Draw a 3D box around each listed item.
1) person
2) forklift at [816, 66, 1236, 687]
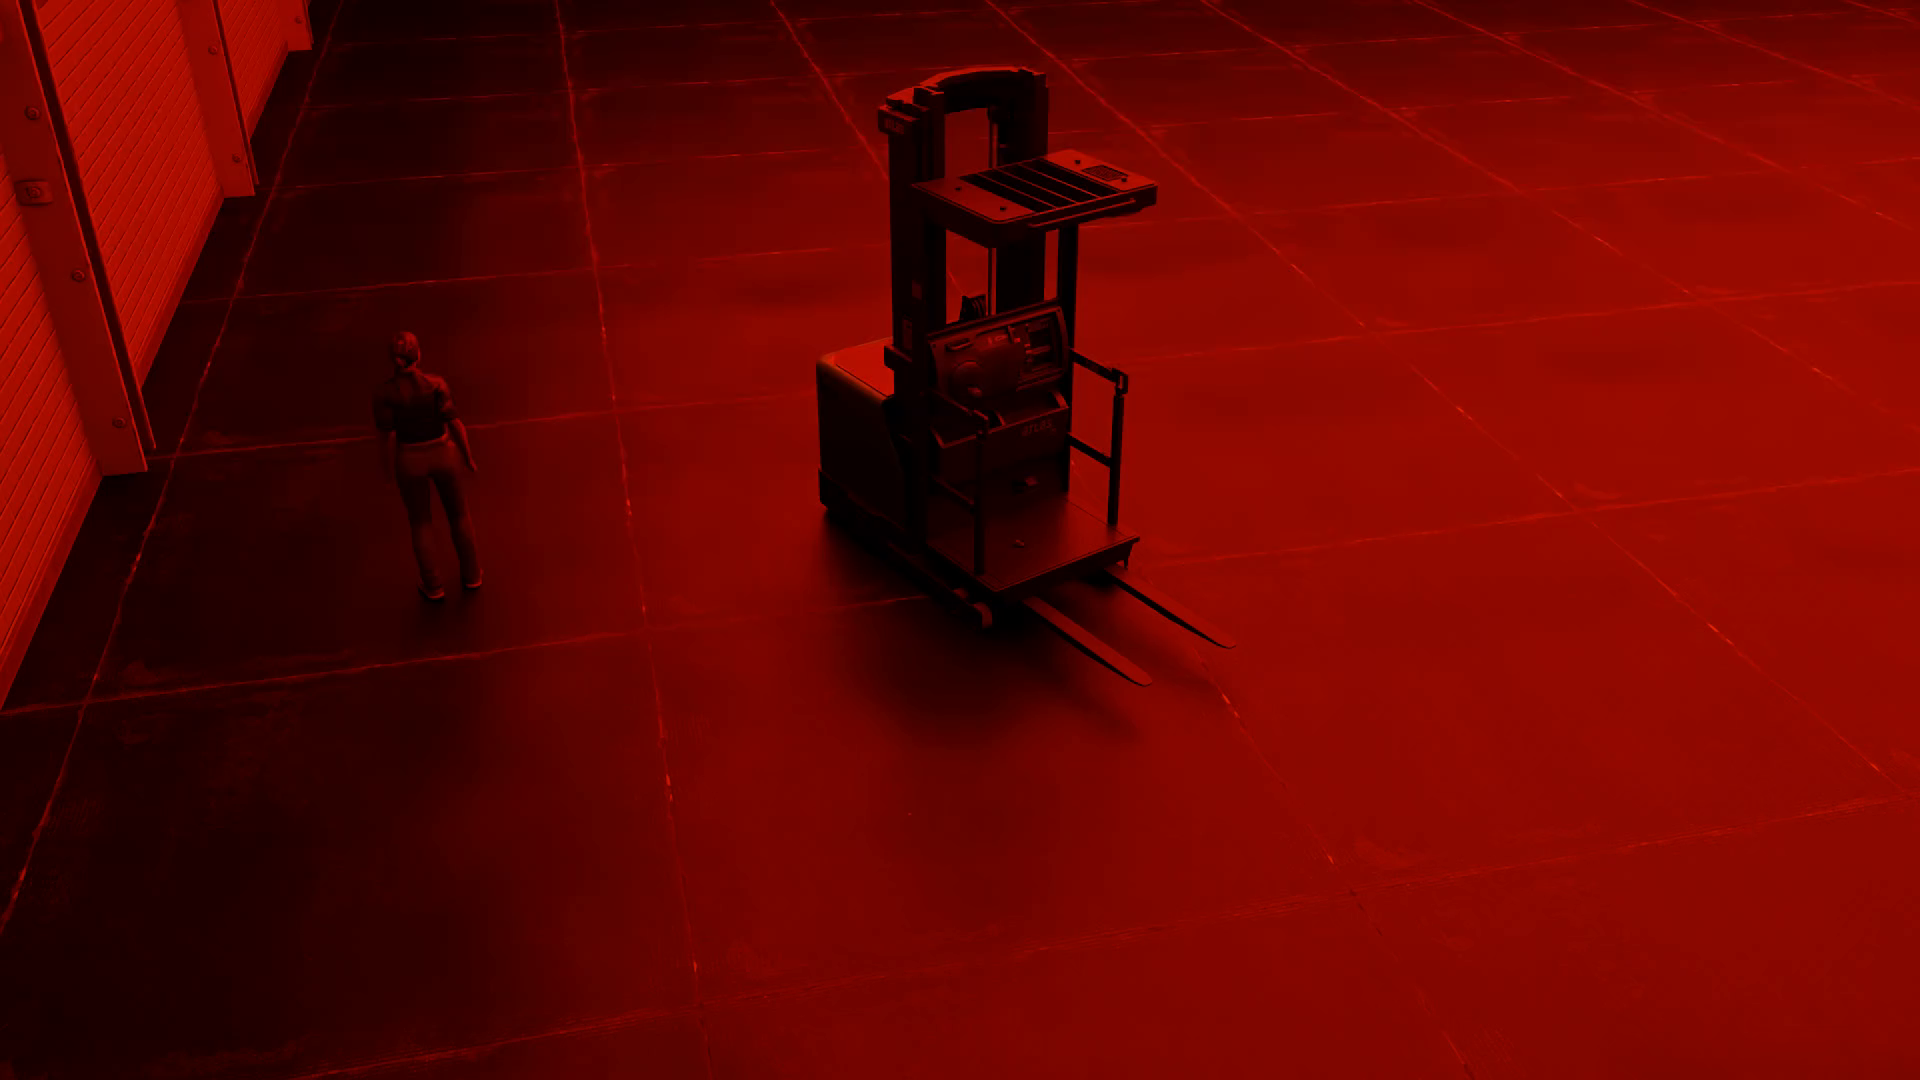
[{"bbox_3d":[-3.078,-0.448,9.621,0.527,1.661,0.348,-10,32,-17],"label":"person"},{"bbox_3d":[0.355,-1.021,9.338,1.130,2.935,3.031,-20,35,-30],"label":"forklift"}]
